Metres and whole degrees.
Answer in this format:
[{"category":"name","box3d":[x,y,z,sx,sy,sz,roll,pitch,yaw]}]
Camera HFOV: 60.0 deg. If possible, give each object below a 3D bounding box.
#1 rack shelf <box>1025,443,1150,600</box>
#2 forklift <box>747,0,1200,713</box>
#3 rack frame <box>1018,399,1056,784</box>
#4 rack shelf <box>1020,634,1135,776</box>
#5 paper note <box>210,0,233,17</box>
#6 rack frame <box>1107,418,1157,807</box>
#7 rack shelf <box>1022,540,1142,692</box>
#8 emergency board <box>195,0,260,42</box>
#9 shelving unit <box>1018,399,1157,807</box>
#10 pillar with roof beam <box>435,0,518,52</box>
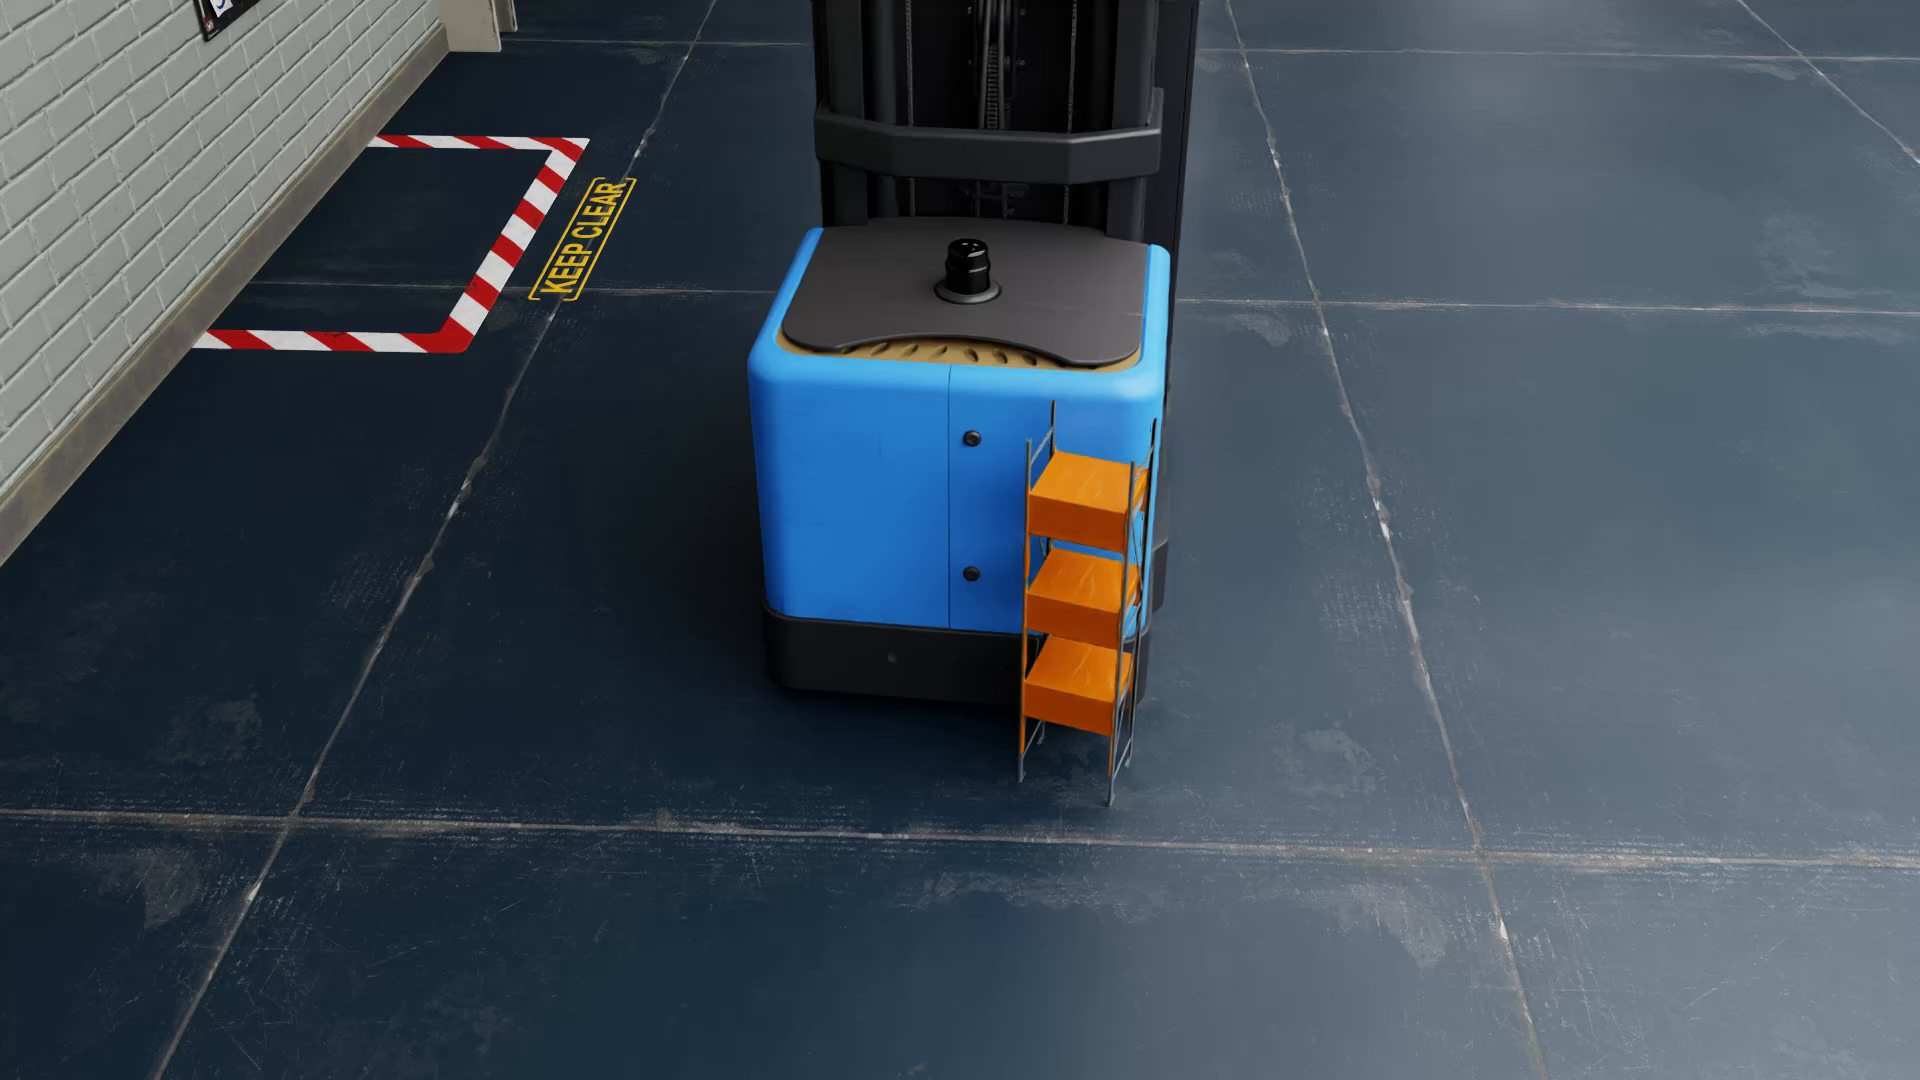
[{"category":"rack shelf","box3d":[0.302,-0.046,3.926,0.240,0.259,0.215,12,37,17]},{"category":"forklift","box3d":[0.156,-1.567,4.931,1.130,2.935,3.031,4,35,6]},{"category":"rack frame","box3d":[0.188,0.153,4.119,0.008,1.050,0.200,12,37,17]},{"category":"rack shelf","box3d":[0.303,0.413,4.250,0.240,0.259,0.215,12,37,17]},{"category":"paper note","box3d":[-2.859,-2.111,6.412,0.016,0.148,0.142,1,35,2]},{"category":"rack frame","box3d":[0.417,0.202,4.049,0.008,1.050,0.200,12,37,17]},{"category":"rack shelf","box3d":[0.302,0.186,4.090,0.240,0.259,0.215,12,37,17]},{"category":"emergency board","box3d":[-2.801,-2.567,6.294,0.157,1.169,0.626,1,35,2]},{"category":"shelving unit","box3d":[0.302,0.178,4.084,0.252,1.050,0.215,12,37,17]},{"category":"pillar with roof beam","box3d":[1.656,-6.346,6.453,9.100,9.000,0.400,1,35,2]}]
